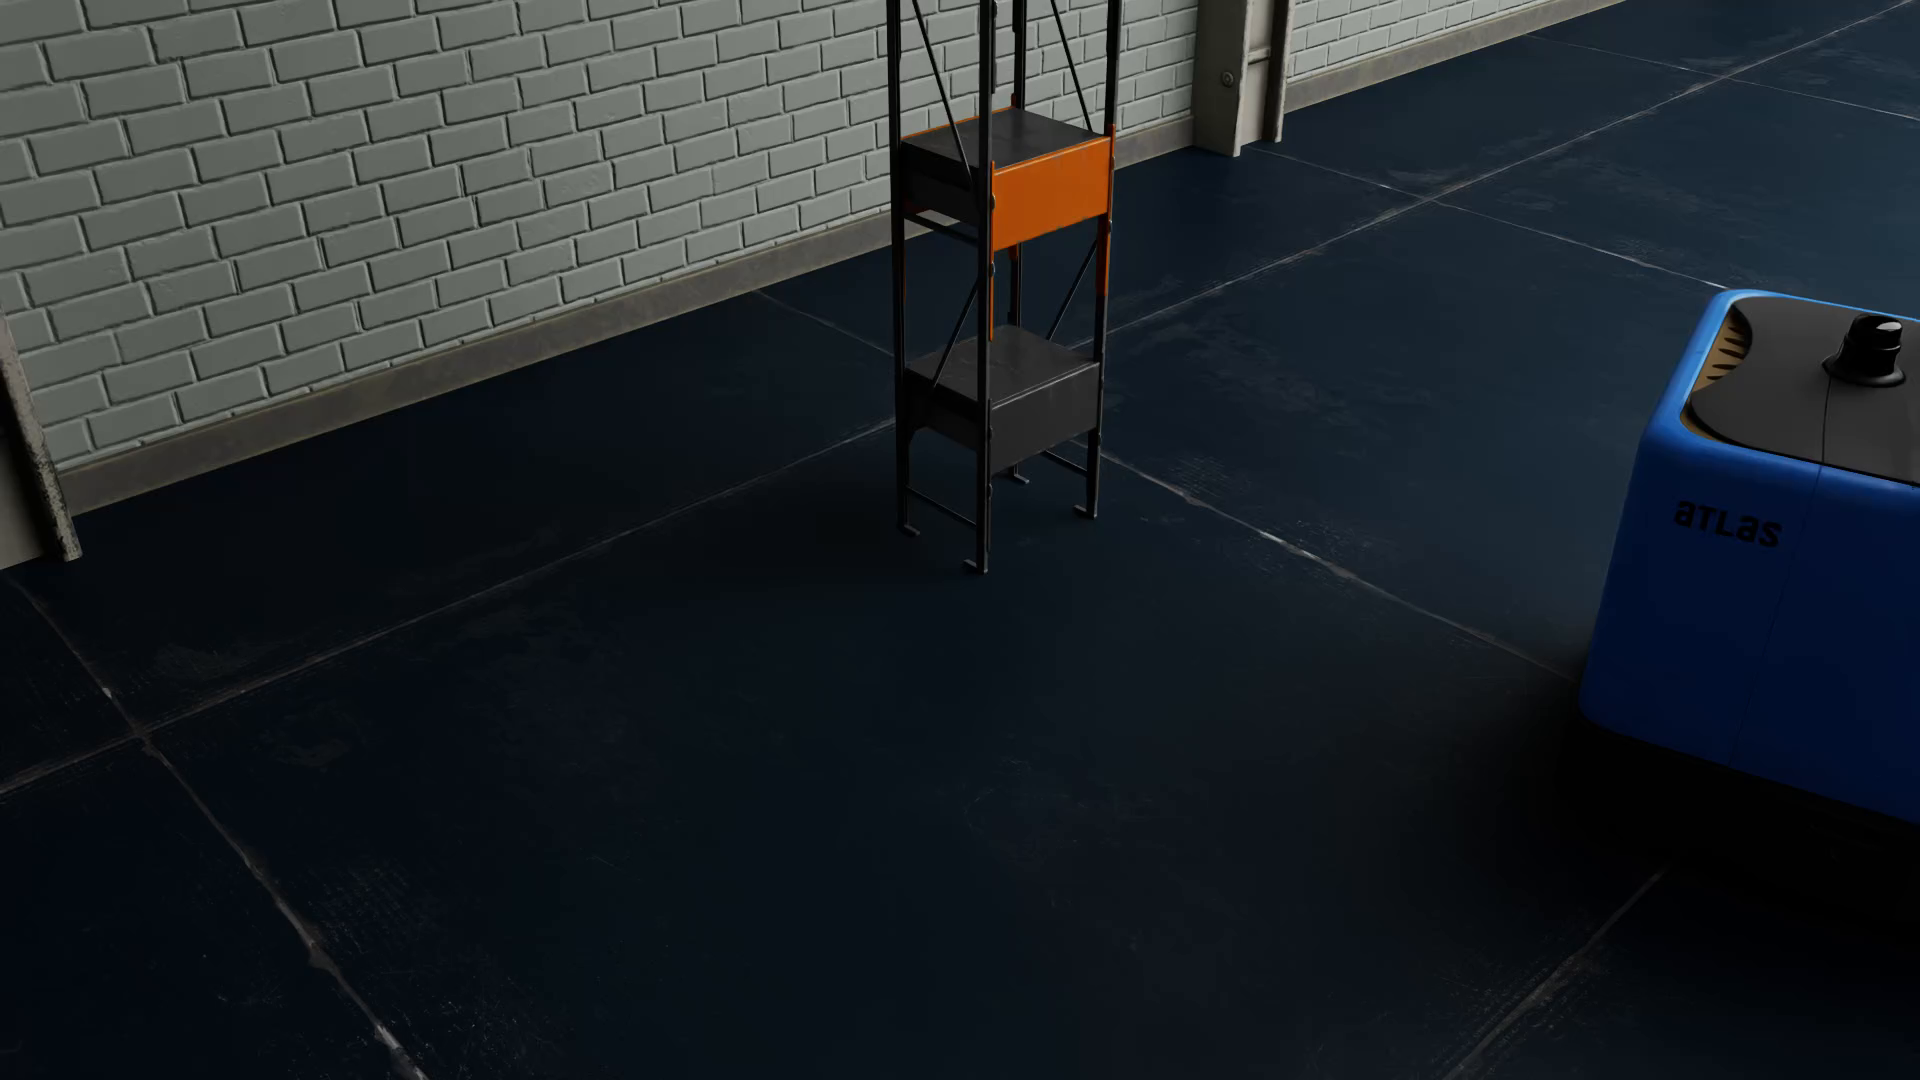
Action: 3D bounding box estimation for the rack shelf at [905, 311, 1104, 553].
[{"bbox_3d":[0.121,-0.346,5.171,0.480,0.518,0.431,-26,40,-35],"label":"rack shelf"}]

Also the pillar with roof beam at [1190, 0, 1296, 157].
[{"bbox_3d":[4.352,-4.260,3.591,0.400,9.000,9.100,-26,40,-35],"label":"pillar with roof beam"}]

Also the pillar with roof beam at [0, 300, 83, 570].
[{"bbox_3d":[-0.048,-2.132,0.110,0.400,9.000,9.100,-26,40,-35],"label":"pillar with roof beam"}]

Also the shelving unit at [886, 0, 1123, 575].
[{"bbox_3d":[0.121,-0.955,4.798,0.503,2.100,0.431,-26,40,-35],"label":"shelving unit"}]

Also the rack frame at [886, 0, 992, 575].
[{"bbox_3d":[-0.058,-0.868,4.657,0.015,2.100,0.400,-26,40,-35],"label":"rack frame"}]

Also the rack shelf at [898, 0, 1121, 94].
[{"bbox_3d":[0.121,-1.540,4.440,0.480,0.518,0.431,-26,40,-35],"label":"rack shelf"}]

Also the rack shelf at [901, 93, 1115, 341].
[{"bbox_3d":[0.121,-0.943,4.805,0.480,0.518,0.431,-26,40,-35],"label":"rack shelf"}]

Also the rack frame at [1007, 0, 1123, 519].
[{"bbox_3d":[0.300,-1.041,4.940,0.015,2.100,0.400,-26,40,-35],"label":"rack frame"}]

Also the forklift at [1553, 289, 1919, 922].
[{"bbox_3d":[3.003,-0.395,3.086,3.031,2.935,1.130,17,35,25],"label":"forklift"}]
